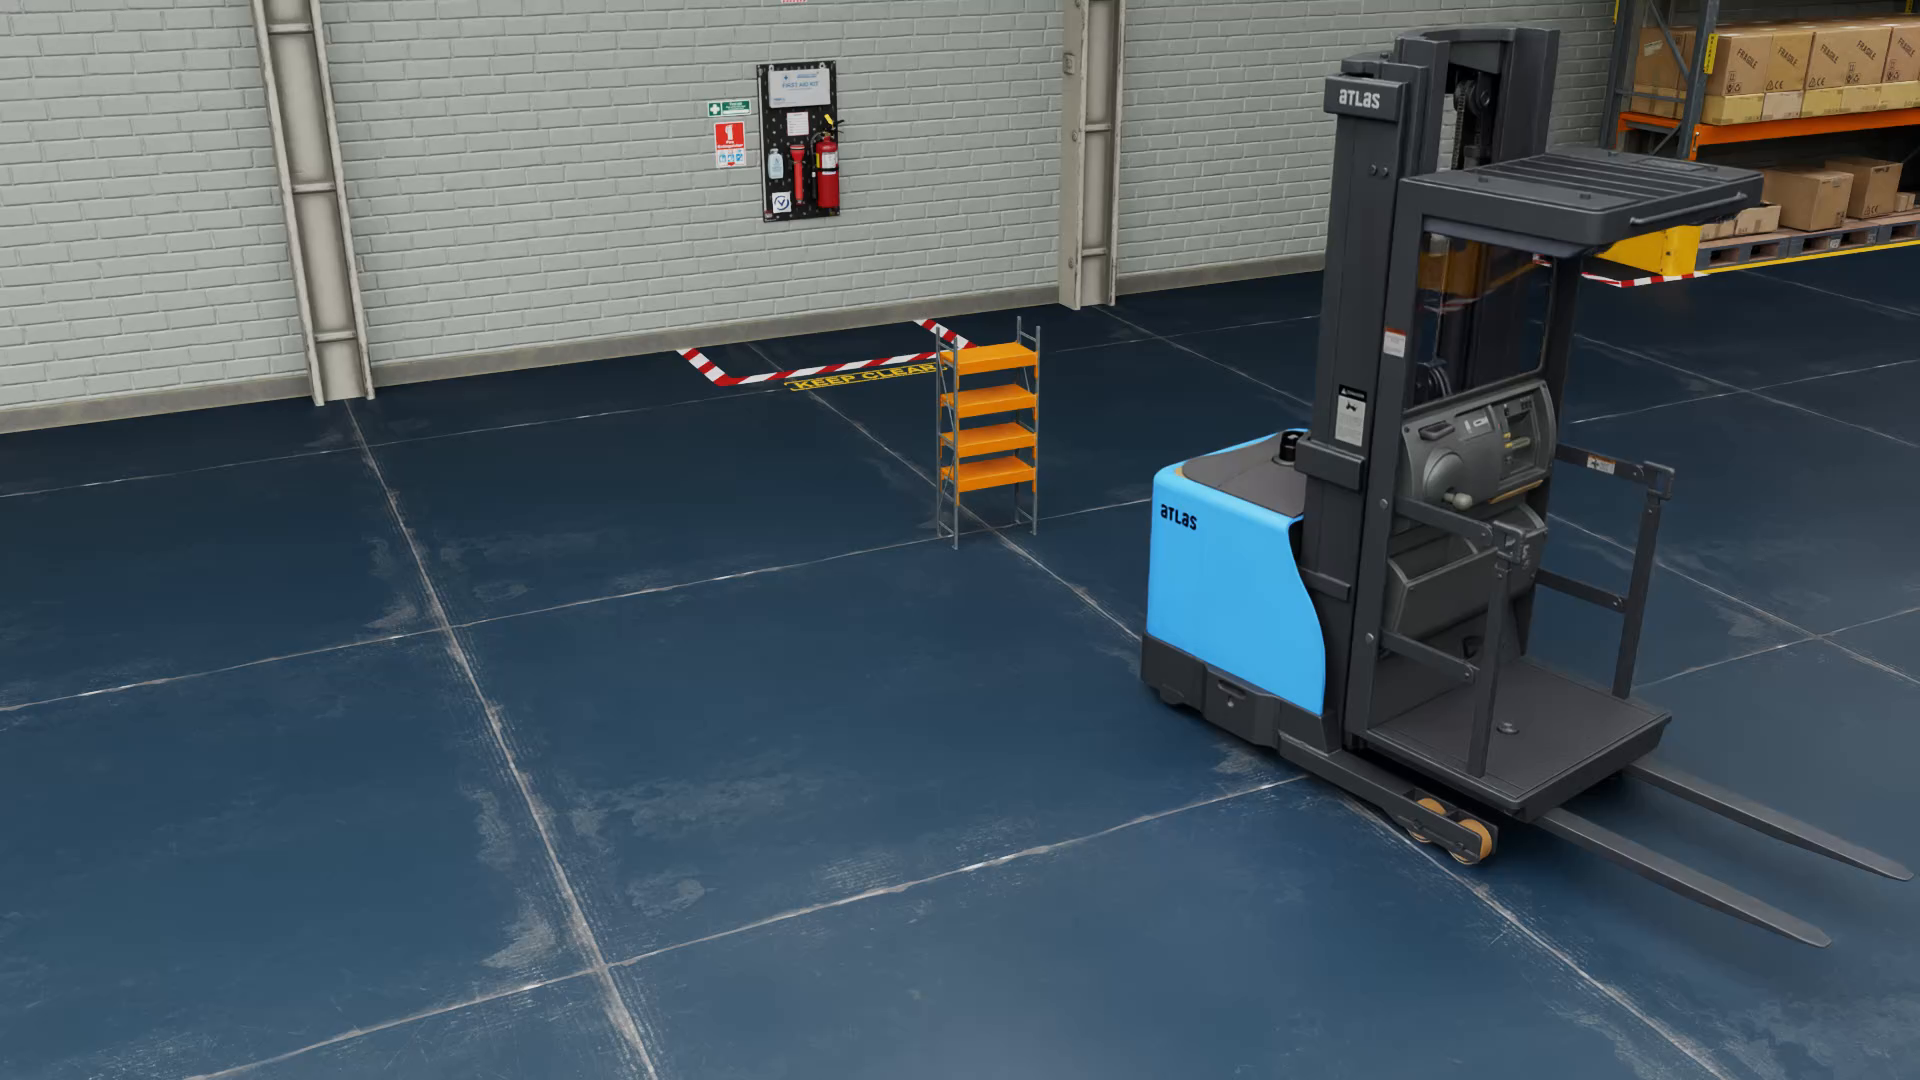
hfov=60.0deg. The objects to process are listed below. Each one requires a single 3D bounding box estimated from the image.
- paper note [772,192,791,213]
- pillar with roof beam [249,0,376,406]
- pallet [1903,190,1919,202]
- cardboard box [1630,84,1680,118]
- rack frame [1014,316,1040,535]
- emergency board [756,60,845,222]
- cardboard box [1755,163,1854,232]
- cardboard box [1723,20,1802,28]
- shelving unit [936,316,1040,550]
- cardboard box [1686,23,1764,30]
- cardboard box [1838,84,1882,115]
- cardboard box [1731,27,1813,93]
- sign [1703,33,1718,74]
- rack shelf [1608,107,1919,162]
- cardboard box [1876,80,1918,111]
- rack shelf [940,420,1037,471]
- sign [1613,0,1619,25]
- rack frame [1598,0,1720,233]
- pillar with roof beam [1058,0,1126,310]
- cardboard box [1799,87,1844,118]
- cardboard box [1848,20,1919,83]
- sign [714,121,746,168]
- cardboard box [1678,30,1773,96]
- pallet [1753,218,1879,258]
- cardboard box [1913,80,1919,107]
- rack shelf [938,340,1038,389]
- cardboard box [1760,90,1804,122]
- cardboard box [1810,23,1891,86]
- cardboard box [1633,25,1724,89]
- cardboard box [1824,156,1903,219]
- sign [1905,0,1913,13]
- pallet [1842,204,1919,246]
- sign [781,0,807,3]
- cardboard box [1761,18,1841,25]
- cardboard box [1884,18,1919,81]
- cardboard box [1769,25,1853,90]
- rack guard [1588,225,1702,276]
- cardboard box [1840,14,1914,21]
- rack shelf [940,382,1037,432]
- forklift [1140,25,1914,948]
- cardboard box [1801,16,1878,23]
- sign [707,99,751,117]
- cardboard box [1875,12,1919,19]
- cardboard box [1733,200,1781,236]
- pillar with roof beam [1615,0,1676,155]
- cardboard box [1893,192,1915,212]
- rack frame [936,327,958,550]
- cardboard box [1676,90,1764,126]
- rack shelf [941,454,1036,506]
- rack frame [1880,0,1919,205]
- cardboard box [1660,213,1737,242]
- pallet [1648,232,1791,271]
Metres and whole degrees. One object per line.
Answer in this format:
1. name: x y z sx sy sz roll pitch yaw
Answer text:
1. paper note: -1.363 -2.582 12.718 0.142 0.148 0.016 -10 25 -24
2. pillar with roof beam: -2.470 -3.685 6.385 0.400 9.000 9.100 -10 25 -24
3. pallet: 10.526 -3.477 17.375 1.213 0.211 1.003 -10 25 -24
4. cardboard box: 6.558 -4.057 15.299 0.500 0.250 0.500 -10 25 -23
5. rack frame: 0.369 -0.622 9.185 0.015 1.200 0.240 -10 25 -24
6. emergency board: -1.174 -2.995 12.563 0.643 1.169 0.194 -10 25 -24
7. cardboard box: 8.079 -3.304 16.002 0.500 0.500 0.700 -12 25 -27
8. cardboard box: 7.475 -4.578 15.577 0.500 0.500 0.500 -11 25 -25
9. shelving unit: 0.149 -0.582 9.087 0.503 1.200 0.258 -10 25 -24
10. cardboard box: 7.011 -4.491 15.366 0.500 0.500 0.500 -10 25 -23
11. cardboard box: 8.178 -4.141 15.501 0.500 0.250 0.500 -10 25 -23
12. cardboard box: 7.231 -4.313 14.937 0.500 0.500 0.500 -10 25 -23
13. sign: 6.456 -4.186 14.308 0.005 0.325 0.100 -10 25 -24
14. rack shelf: 8.023 -3.972 15.864 4.000 0.370 1.077 -10 25 -24
15. cardboard box: 8.630 -4.224 15.704 0.500 0.250 0.500 -11 25 -24
16. rack shelf: 0.149 -0.520 9.113 0.480 0.148 0.258 -10 25 -24
17. sign: 5.998 -4.848 15.113 0.005 0.325 0.100 -10 25 -24
18. rack frame: 6.220 -3.973 14.925 0.127 3.000 1.000 -10 25 -24
19. pillar with roof beam: 2.937 -4.680 8.790 0.400 9.000 9.100 -10 25 -24
20. cardboard box: 7.721 -4.058 15.300 0.500 0.250 0.500 -11 25 -24
21. cardboard box: 8.627 -4.573 15.565 0.500 0.500 0.500 -11 25 -25
22. sign: -1.716 -2.955 12.420 0.234 0.329 0.001 -10 25 -24
23. cardboard box: 6.781 -4.235 14.748 0.500 0.500 0.500 -10 25 -24
24. pallet: 8.134 -3.020 16.270 1.213 0.211 1.003 -10 25 -24
25. cardboard box: 9.077 -4.313 15.918 0.500 0.250 0.500 -10 25 -23
26. rack shelf: 0.149 -0.945 8.937 0.480 0.148 0.258 -10 25 -24
27. cardboard box: 7.260 -3.975 15.101 0.500 0.250 0.500 -11 25 -25
28. cardboard box: 8.159 -4.486 15.356 0.500 0.500 0.500 -10 24 -22
29. cardboard box: 6.553 -4.410 15.172 0.500 0.500 0.500 -11 25 -24
30. cardboard box: 8.907 -3.498 16.473 0.500 0.500 0.500 -12 26 -28
31. sign: 9.581 -5.362 16.767 0.005 0.325 0.100 -10 25 -24
32. pallet: 9.235 -3.224 16.763 1.213 0.211 1.003 -10 25 -24
33. sign: -1.224 -4.099 12.199 0.199 0.298 0.001 -10 25 -24
34. cardboard box: 7.929 -4.661 15.778 0.500 0.500 0.500 -10 25 -23
35. cardboard box: 9.086 -4.653 15.758 0.500 0.500 0.500 -11 25 -24
36. cardboard box: 7.699 -4.397 15.139 0.500 0.500 0.500 -11 25 -25
37. rack guard: 6.289 -2.830 15.434 0.348 0.500 1.175 -10 25 -24
38. cardboard box: 8.843 -4.832 16.191 0.500 0.500 0.500 -11 25 -24
39. rack shelf: 0.149 -0.726 9.027 0.480 0.148 0.258 -10 25 -24
40. forklift: 2.137 -0.344 6.249 1.130 2.935 3.031 -17 28 -36
41. cardboard box: 8.391 -4.751 15.996 0.500 0.500 0.500 -10 24 -22
42. sign: -1.709 -3.198 12.313 0.331 0.109 0.001 -10 25 -24
43. cardboard box: 9.311 -4.917 16.395 0.500 0.500 0.500 -11 25 -25
44. cardboard box: 7.397 -3.112 15.786 0.500 0.311 0.500 -8 24 -19
45. pillar with roof beam: 8.343 -5.675 11.194 0.400 9.000 9.100 -10 25 -24
46. cardboard box: 9.356 -3.431 16.746 0.250 0.166 0.380 -14 26 -30
47. rack frame: -0.071 -0.541 8.989 0.015 1.200 0.240 -10 25 -24
48. cardboard box: 6.798 -3.884 14.881 0.500 0.250 0.500 -11 25 -25
49. rack shelf: 0.149 -0.336 9.189 0.480 0.148 0.258 -10 25 -24
50. rack frame: 9.825 -4.636 16.528 0.127 3.000 1.000 -10 25 -24
51. cardboard box: 6.883 -3.017 15.558 0.500 0.311 0.500 -14 26 -30
52. pallet: 7.036 -2.819 15.785 1.213 0.211 1.003 -10 25 -24
